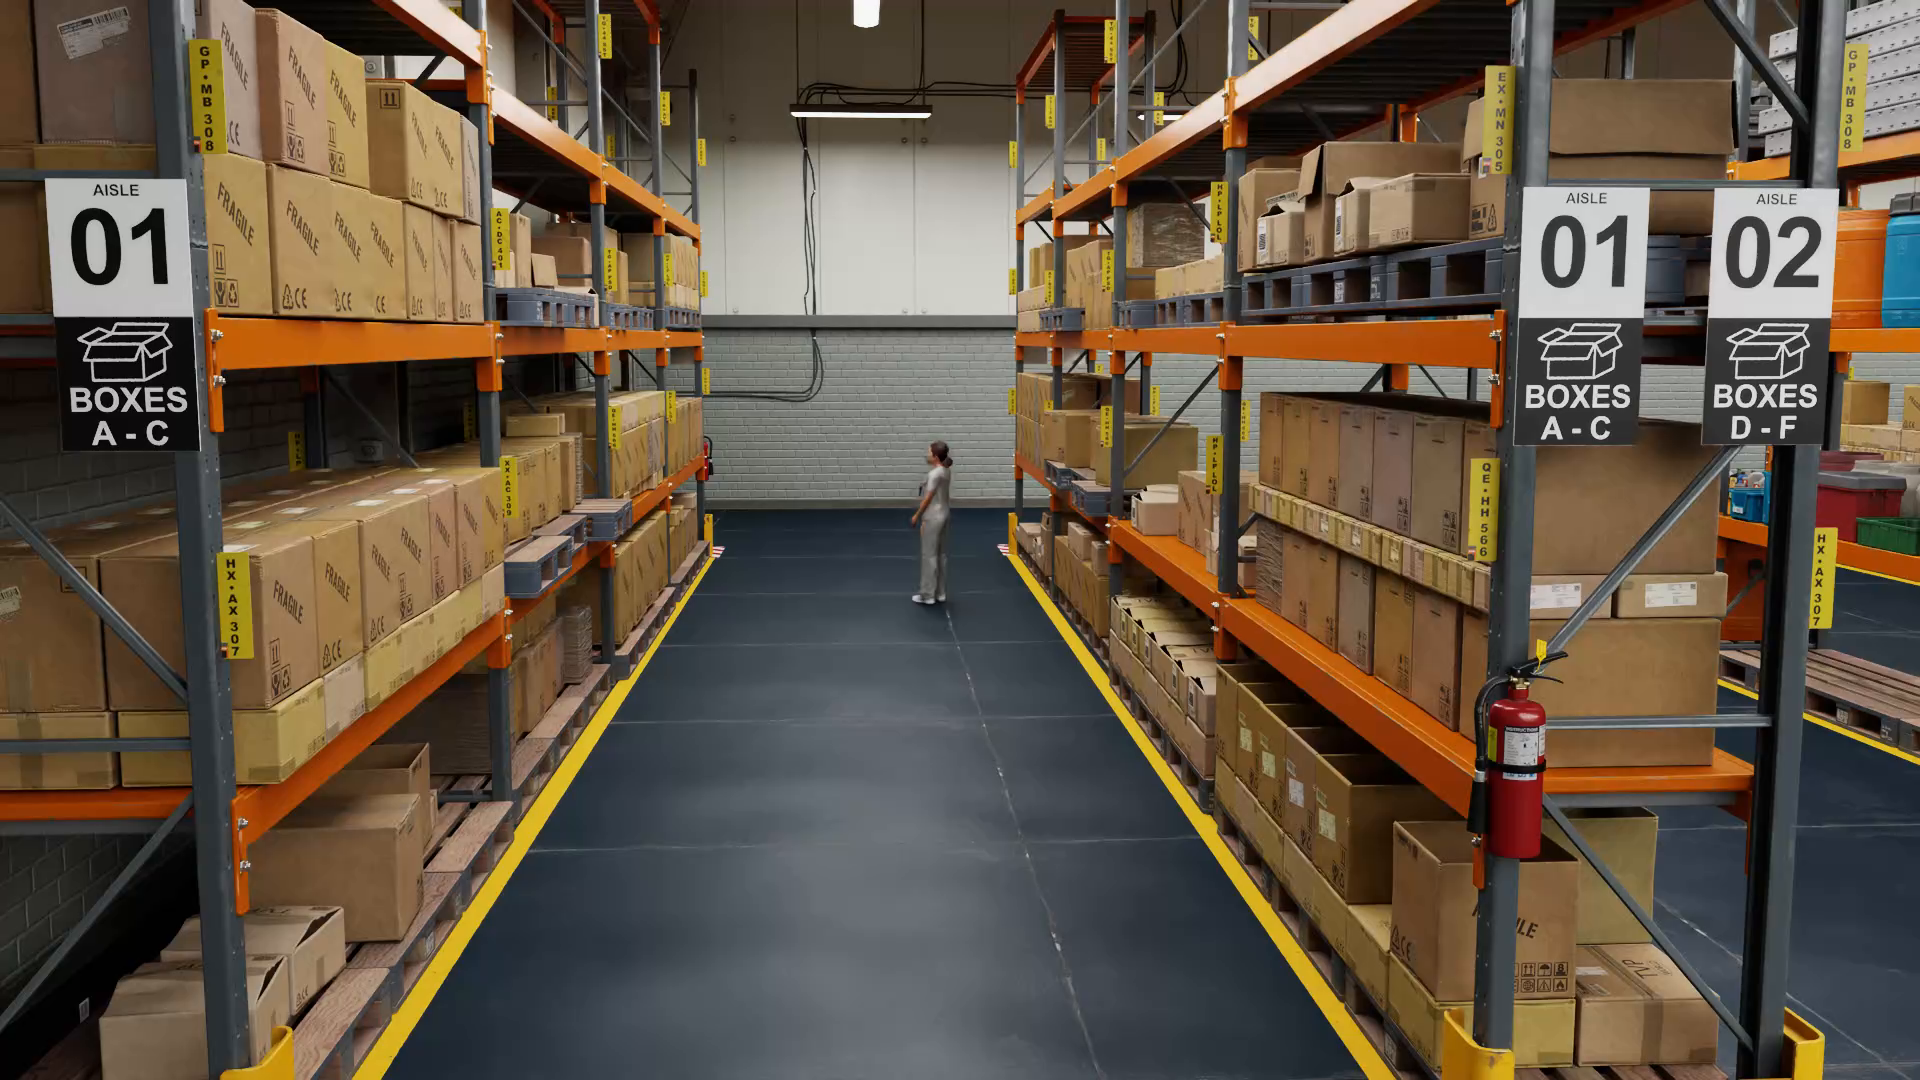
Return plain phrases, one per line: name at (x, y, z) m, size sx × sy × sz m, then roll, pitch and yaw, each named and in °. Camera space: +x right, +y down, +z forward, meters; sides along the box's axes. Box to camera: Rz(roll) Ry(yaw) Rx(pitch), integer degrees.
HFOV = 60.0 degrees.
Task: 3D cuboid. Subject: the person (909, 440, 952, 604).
person at (-0.272, -0.189, 17.160) m, size 0.440 × 1.684 × 0.530 m, roll 2°, pitch 7°, yaw 17°
